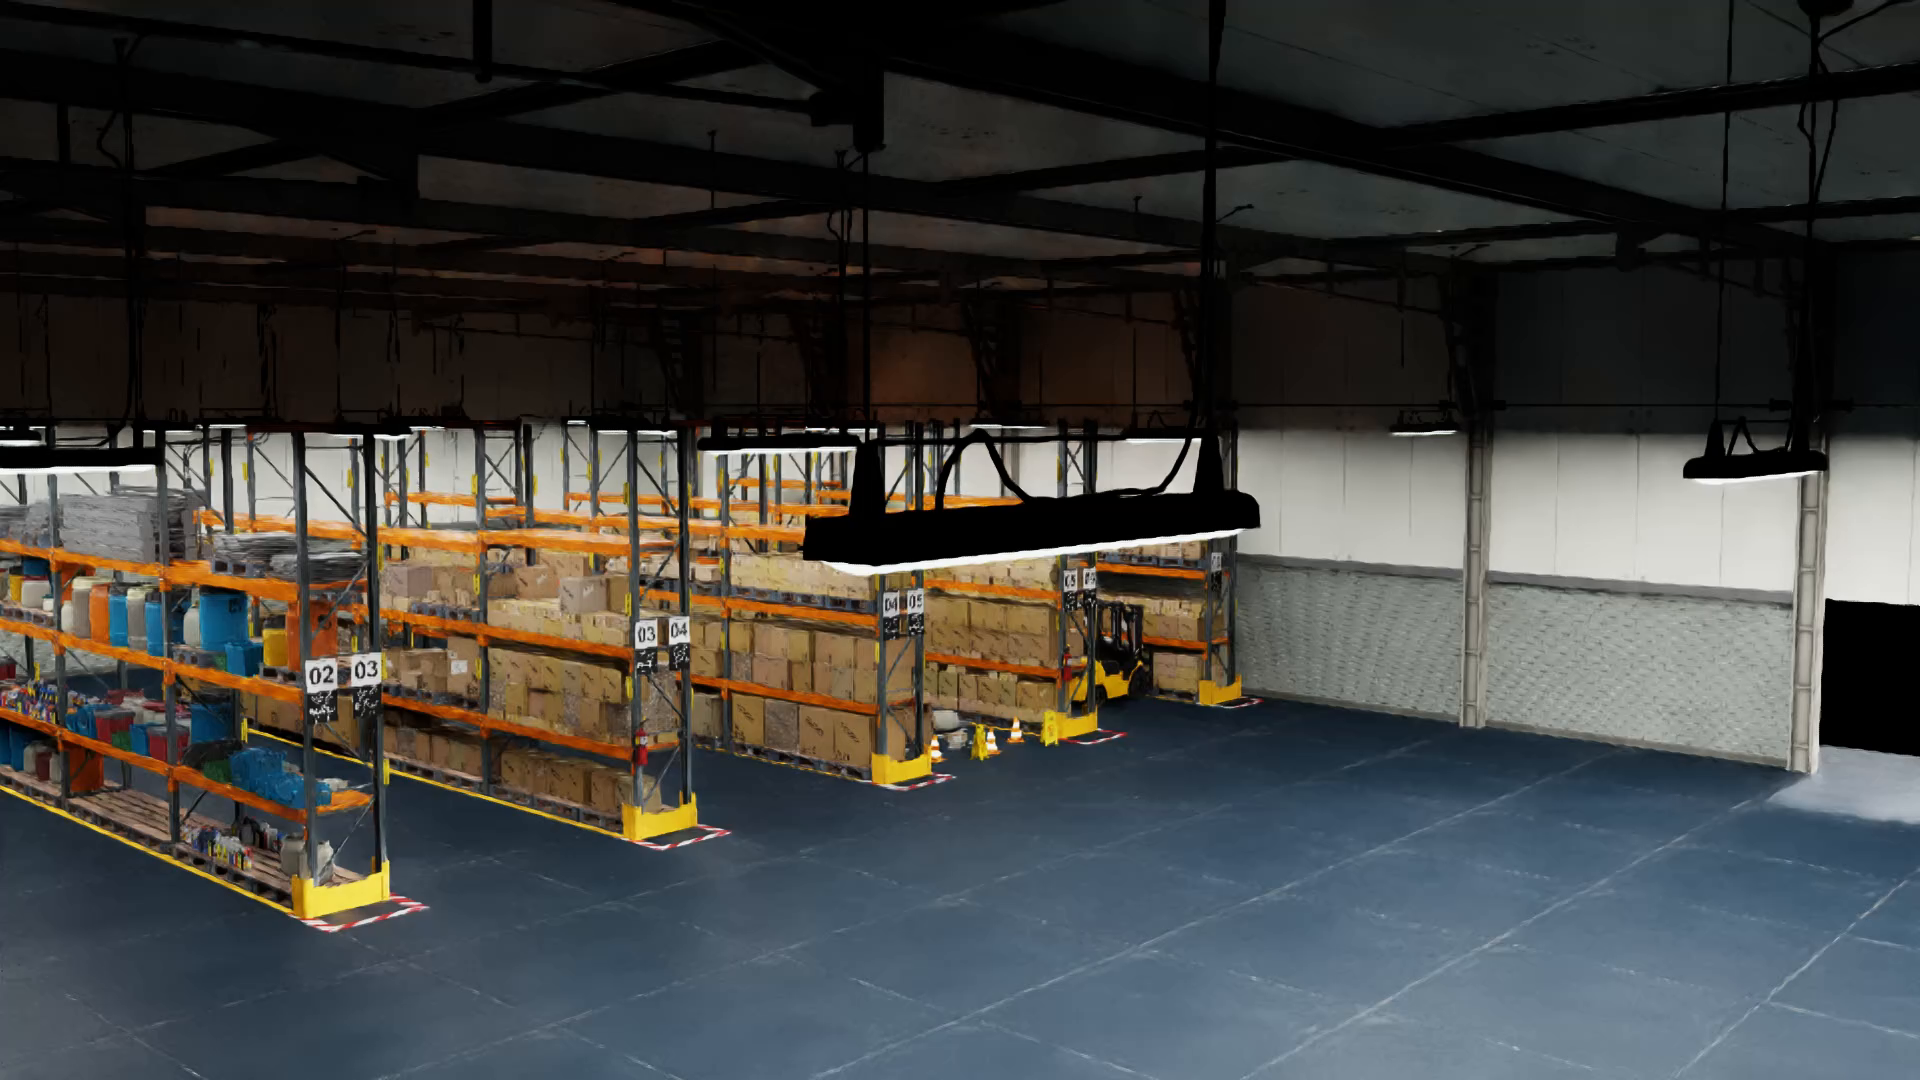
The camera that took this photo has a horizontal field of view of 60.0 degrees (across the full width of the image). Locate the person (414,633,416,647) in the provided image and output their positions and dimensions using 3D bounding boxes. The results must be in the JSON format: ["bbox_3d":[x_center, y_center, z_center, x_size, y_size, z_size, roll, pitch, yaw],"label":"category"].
[{"bbox_3d":[-14.445,1.931,43.437,0.576,1.731,0.496,0,5,6],"label":"person"}]
